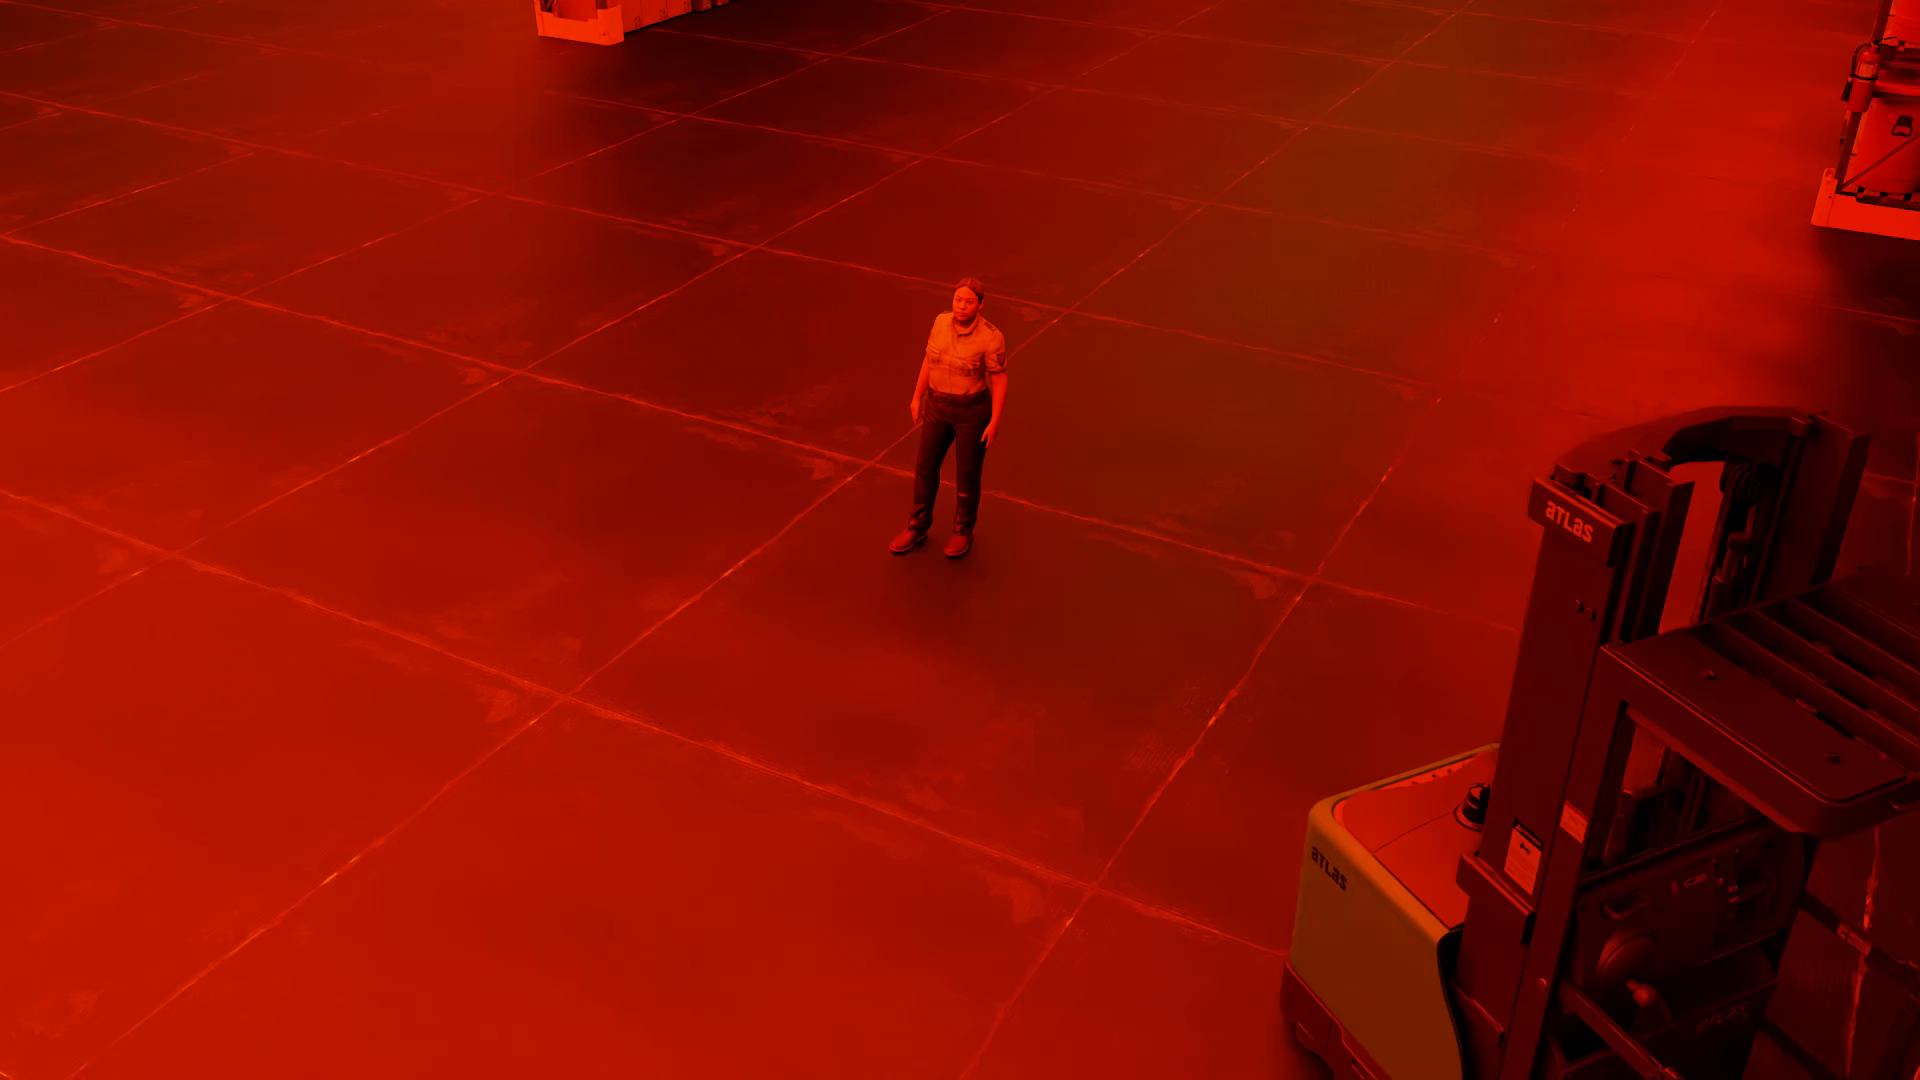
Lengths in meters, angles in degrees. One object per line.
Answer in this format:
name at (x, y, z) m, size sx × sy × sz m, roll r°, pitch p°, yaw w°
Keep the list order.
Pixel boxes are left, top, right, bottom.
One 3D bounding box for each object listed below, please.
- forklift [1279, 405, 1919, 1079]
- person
forklift at (2.359, 1.200, 4.991) m, size 1.130 × 2.935 × 3.031 m, roll -13°, pitch 33°, yaw -22°
person at (-0.064, -0.686, 9.529) m, size 0.598 × 1.651 × 0.502 m, roll 15°, pitch 33°, yaw 25°
